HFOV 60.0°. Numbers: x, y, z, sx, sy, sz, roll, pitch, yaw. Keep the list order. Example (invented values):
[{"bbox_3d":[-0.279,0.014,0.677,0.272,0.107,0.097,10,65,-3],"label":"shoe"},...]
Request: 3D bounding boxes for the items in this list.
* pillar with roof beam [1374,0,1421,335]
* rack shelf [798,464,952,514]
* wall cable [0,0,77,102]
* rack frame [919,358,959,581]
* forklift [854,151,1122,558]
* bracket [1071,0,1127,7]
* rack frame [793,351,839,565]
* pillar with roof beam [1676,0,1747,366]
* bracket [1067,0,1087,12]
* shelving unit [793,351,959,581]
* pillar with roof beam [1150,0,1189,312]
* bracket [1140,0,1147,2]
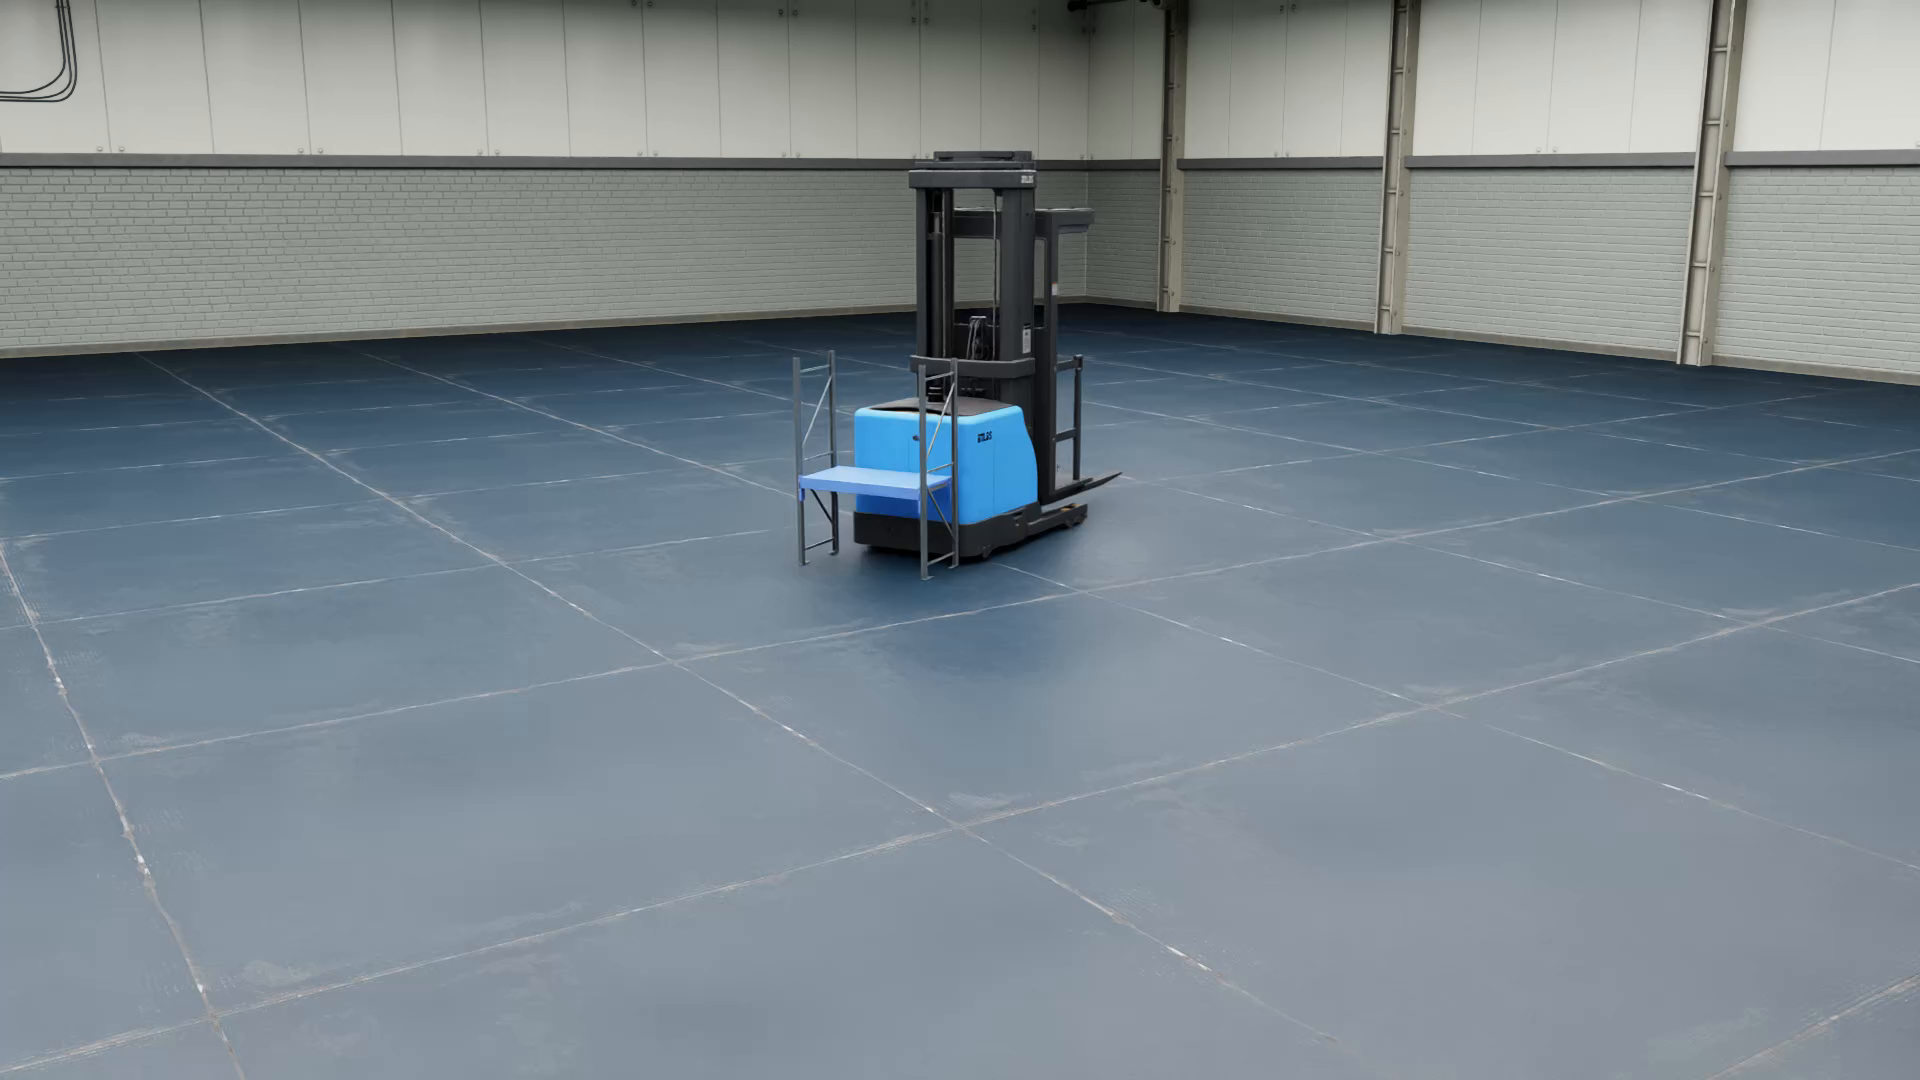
[{"bbox_3d":[4.081,-7.583,26.474,9.100,9.000,0.400,-8,15,-33],"label":"pillar with roof beam"},{"bbox_3d":[-0.592,-0.372,11.877,1.000,0.185,0.538,7,15,28],"label":"rack shelf"},{"bbox_3d":[-14.502,-8.894,24.508,2.305,6.003,0.169,-8,15,-33],"label":"wall cable"},{"bbox_3d":[-0.145,-0.496,11.602,0.032,1.500,0.500,7,15,28],"label":"rack frame"},{"bbox_3d":[0.378,-1.568,13.171,1.130,2.935,3.031,7,14,29],"label":"forklift"},{"bbox_3d":[2.829,-11.266,34.892,0.076,0.066,3.189,-8,15,-33],"label":"bracket"},{"bbox_3d":[-1.040,-0.598,12.072,0.032,1.500,0.500,7,15,28],"label":"rack frame"},{"bbox_3d":[7.405,-6.516,21.595,9.100,9.000,0.400,-8,15,-33],"label":"pillar with roof beam"},{"bbox_3d":[2.502,-11.372,35.372,0.235,0.232,0.430,-8,15,-33],"label":"bracket"},{"bbox_3d":[-0.593,-0.547,11.837,1.048,1.500,0.538,7,15,28],"label":"shelving unit"},{"bbox_3d":[0.757,-8.650,31.354,9.100,9.000,0.548,-8,15,-33],"label":"pillar with roof beam"},{"bbox_3d":[3.815,-10.950,33.445,0.235,0.232,0.430,-8,15,-33],"label":"bracket"}]
